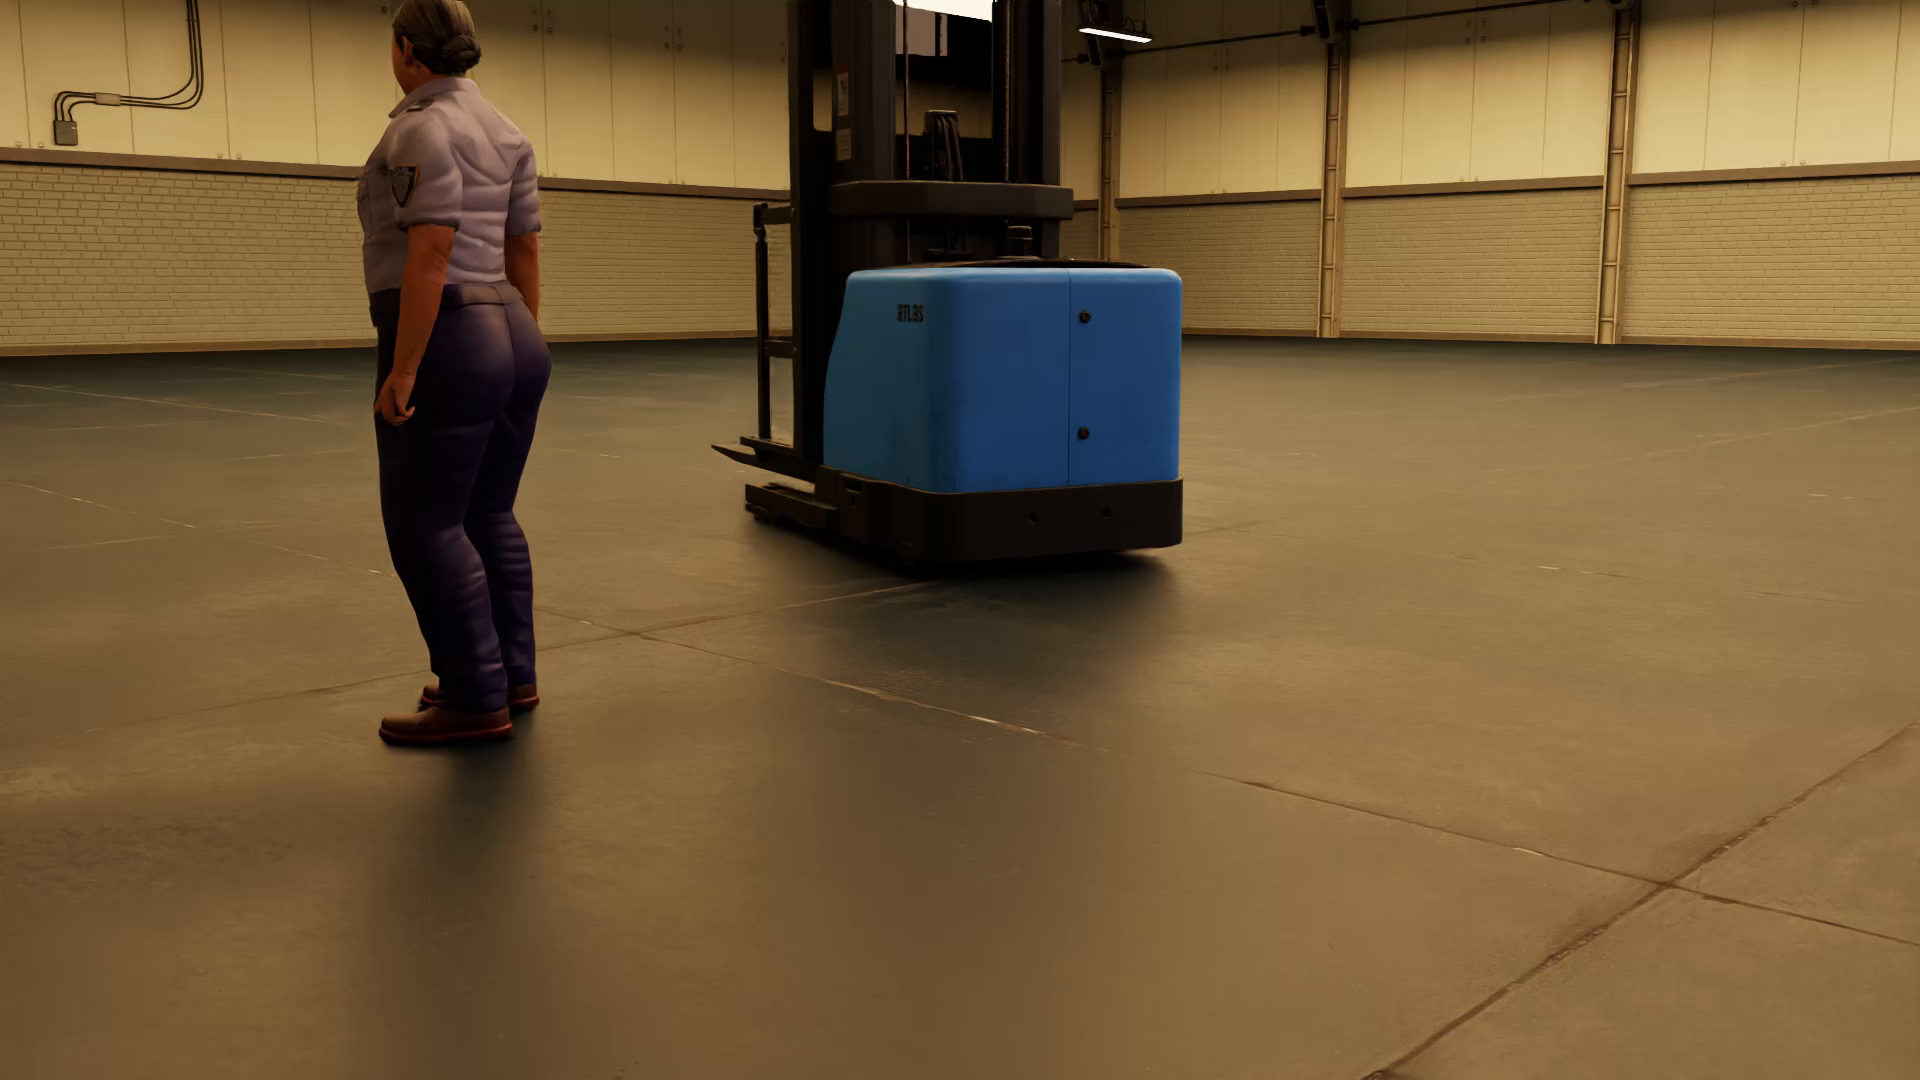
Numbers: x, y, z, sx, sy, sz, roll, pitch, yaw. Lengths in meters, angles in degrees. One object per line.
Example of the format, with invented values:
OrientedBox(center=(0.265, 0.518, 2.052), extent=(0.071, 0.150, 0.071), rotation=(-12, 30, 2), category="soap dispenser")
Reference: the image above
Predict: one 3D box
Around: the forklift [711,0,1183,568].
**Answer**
OrientedBox(center=(-0.286, -1.531, 7.038), extent=(1.130, 2.935, 3.031), rotation=(-4, 10, -26), category="forklift")

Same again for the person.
OrientedBox(center=(-1.153, -0.384, 3.749), extent=(0.385, 1.650, 0.563), rotation=(2, 9, 12), category="person")
